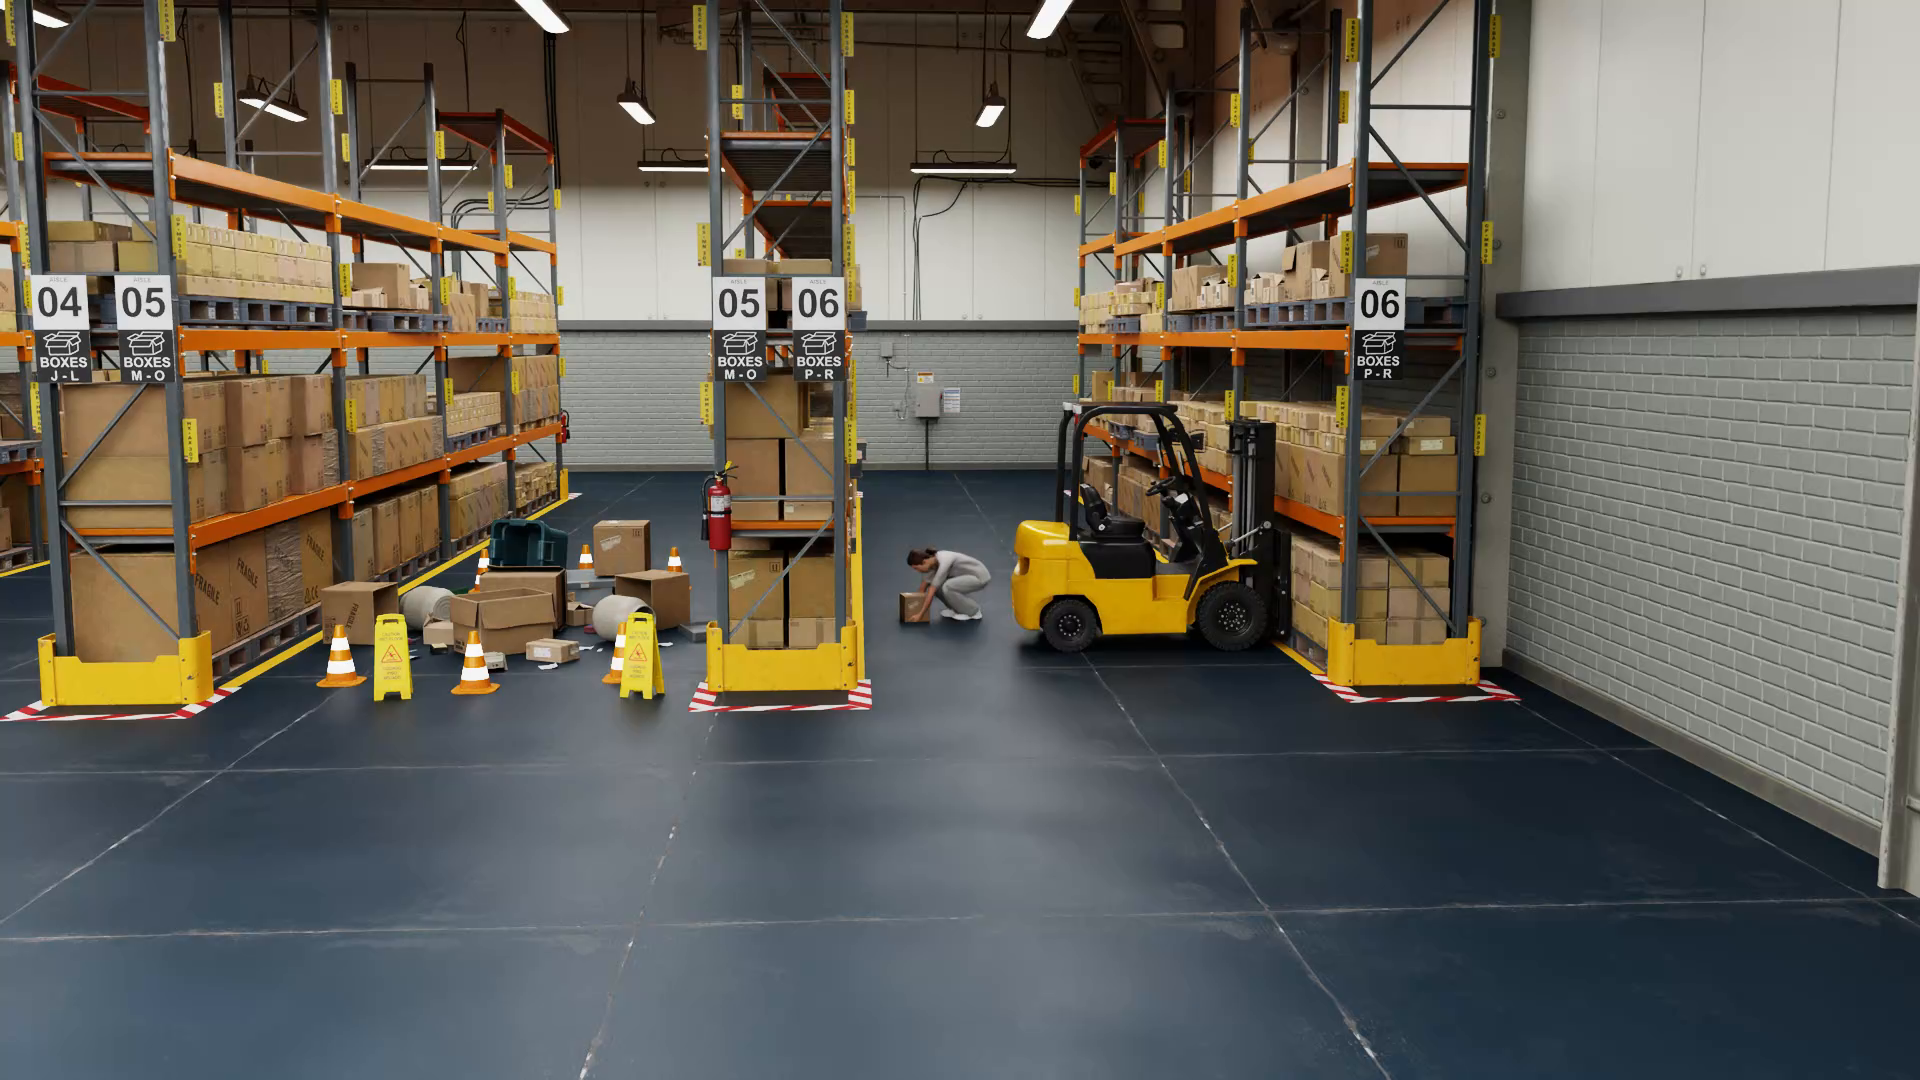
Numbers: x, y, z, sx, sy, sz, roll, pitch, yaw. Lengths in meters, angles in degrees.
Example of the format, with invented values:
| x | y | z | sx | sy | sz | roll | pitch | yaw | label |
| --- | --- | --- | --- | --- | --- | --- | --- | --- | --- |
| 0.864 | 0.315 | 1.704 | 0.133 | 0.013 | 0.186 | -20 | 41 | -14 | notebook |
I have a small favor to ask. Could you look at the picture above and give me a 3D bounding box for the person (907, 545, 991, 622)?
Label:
| x | y | z | sx | sy | sz | roll | pitch | yaw | label |
| --- | --- | --- | --- | --- | --- | --- | --- | --- | --- |
| -0.120 | 0.442 | 16.298 | 0.849 | 0.811 | 0.469 | -2 | 7 | -16 | person |
